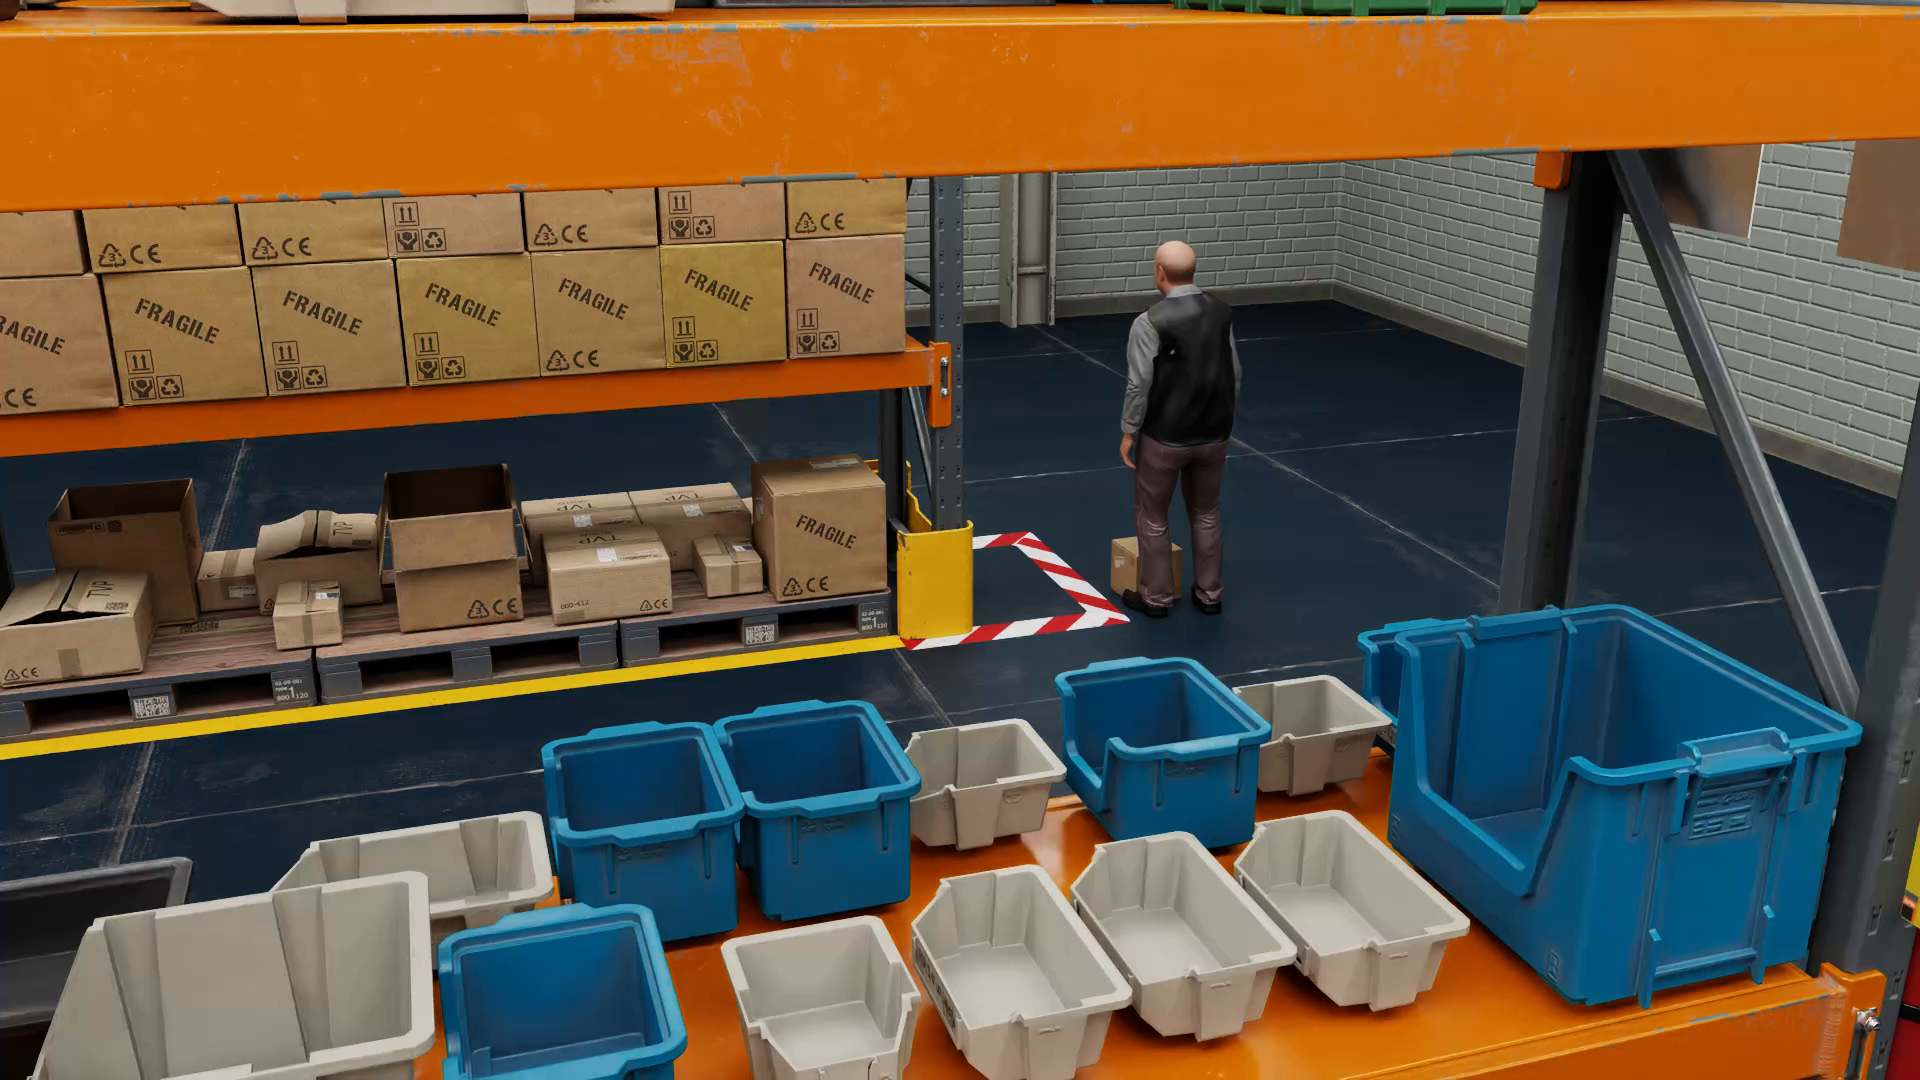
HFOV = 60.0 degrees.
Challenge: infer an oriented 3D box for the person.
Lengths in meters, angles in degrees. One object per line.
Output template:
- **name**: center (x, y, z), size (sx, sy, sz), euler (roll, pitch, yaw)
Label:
- **person**: center (0.981, -0.478, 7.483), size (0.593, 1.720, 0.473), euler (-8, 21, -23)
